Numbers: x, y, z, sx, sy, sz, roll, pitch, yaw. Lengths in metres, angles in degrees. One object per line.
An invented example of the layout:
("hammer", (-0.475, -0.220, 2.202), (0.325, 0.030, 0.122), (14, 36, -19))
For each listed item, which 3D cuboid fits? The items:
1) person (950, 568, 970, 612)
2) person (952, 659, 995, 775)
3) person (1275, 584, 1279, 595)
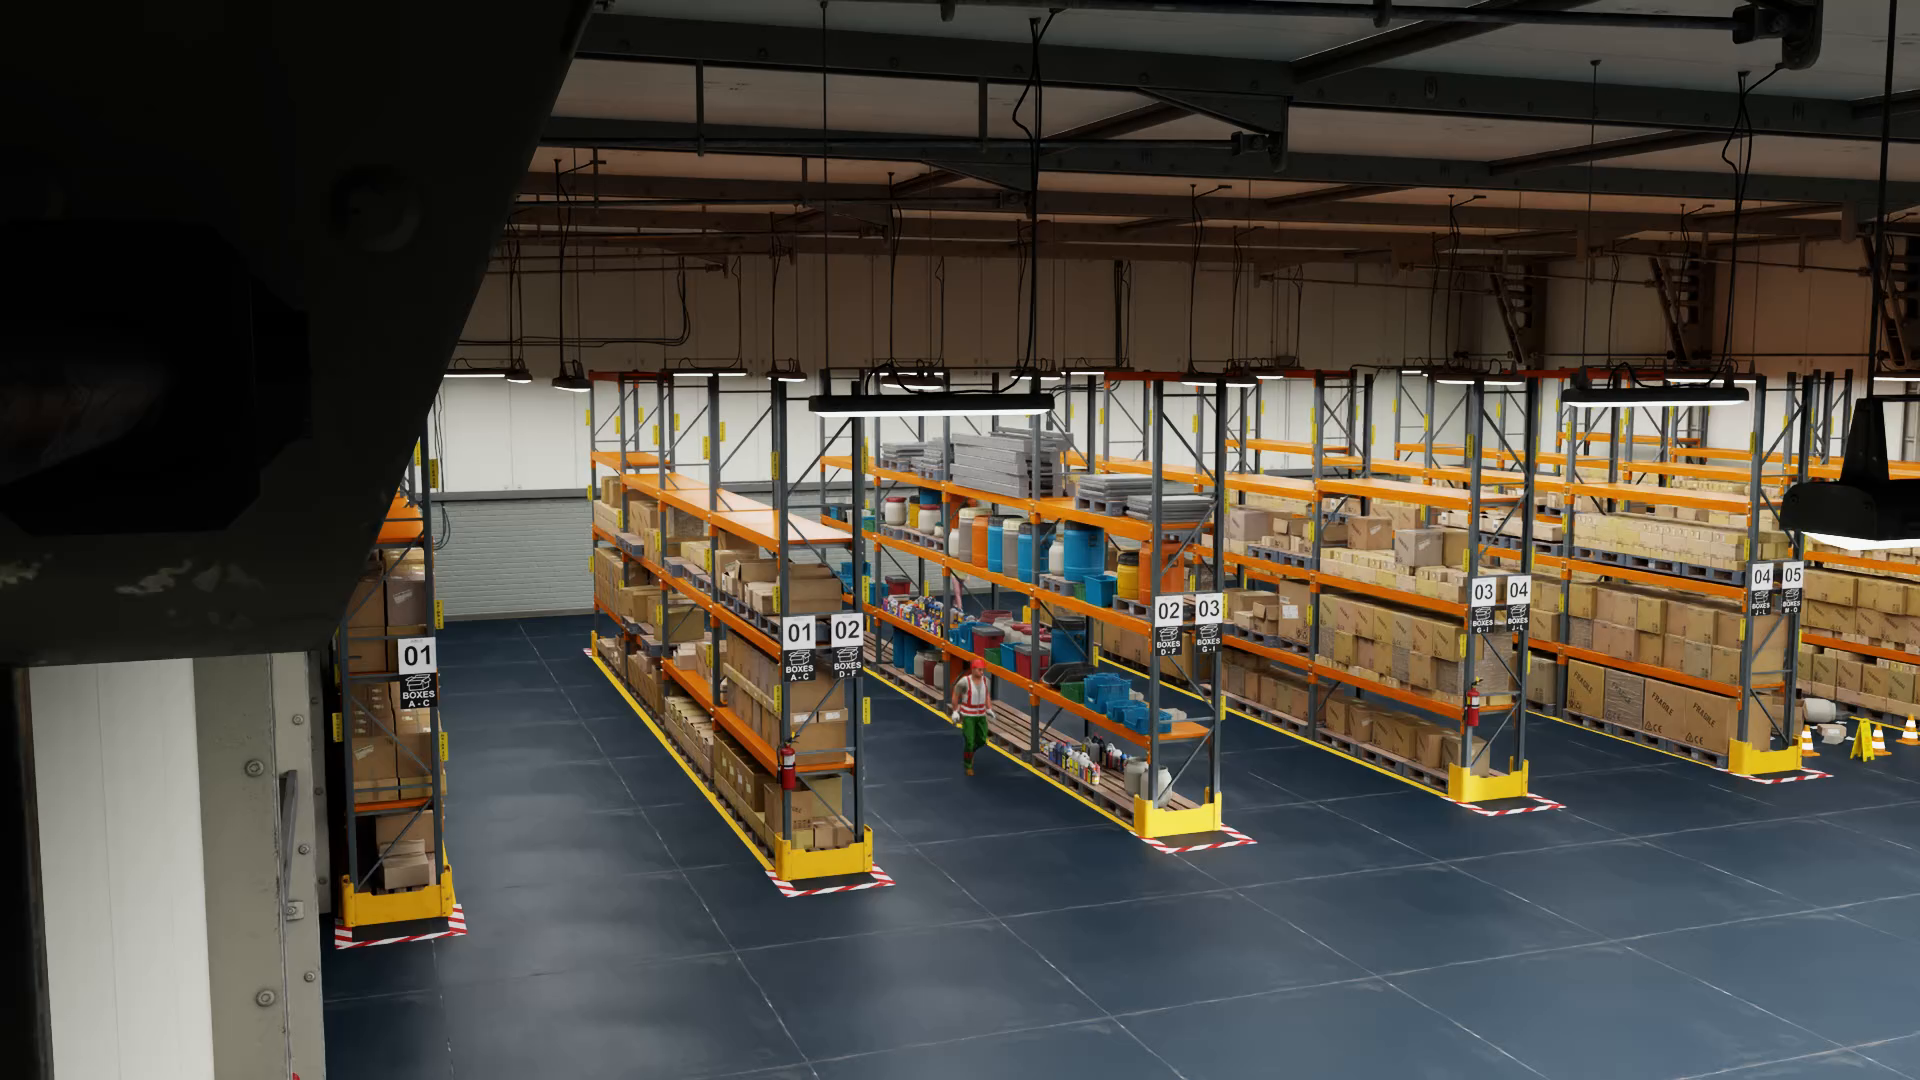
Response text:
("person", (-0.013, 0.936, 41.037), (0.481, 1.604, 1.064), (-2, 7, -17))
("person", (0.146, 2.648, 25.243), (0.603, 1.768, 0.678), (-4, 7, -31))
("person", (6.647, 1.703, 34.409), (0.439, 1.597, 0.441), (-2, 7, -17))
